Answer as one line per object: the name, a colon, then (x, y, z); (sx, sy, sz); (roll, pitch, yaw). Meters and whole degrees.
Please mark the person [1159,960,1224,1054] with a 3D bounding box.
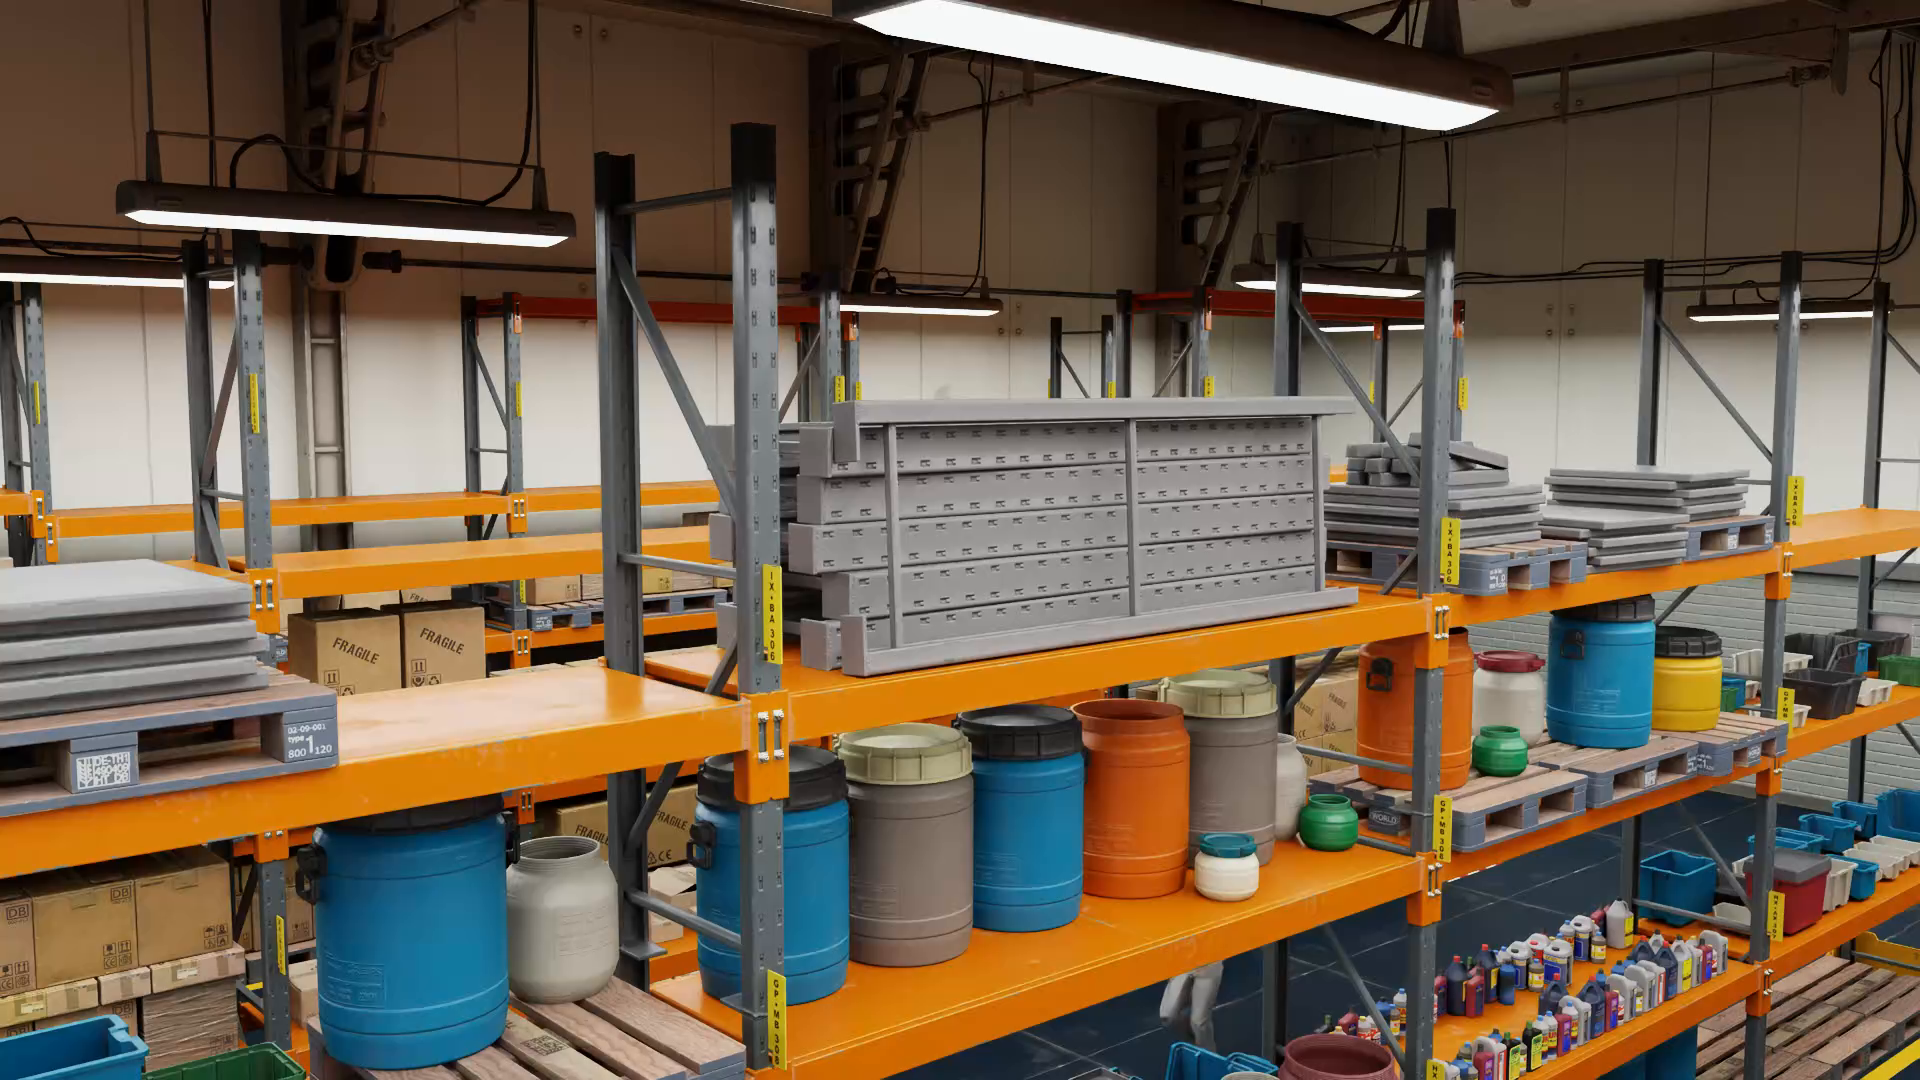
person: (1.732, 3.184, 12.263); (0.538, 1.628, 0.576); (4, 7, 39)
